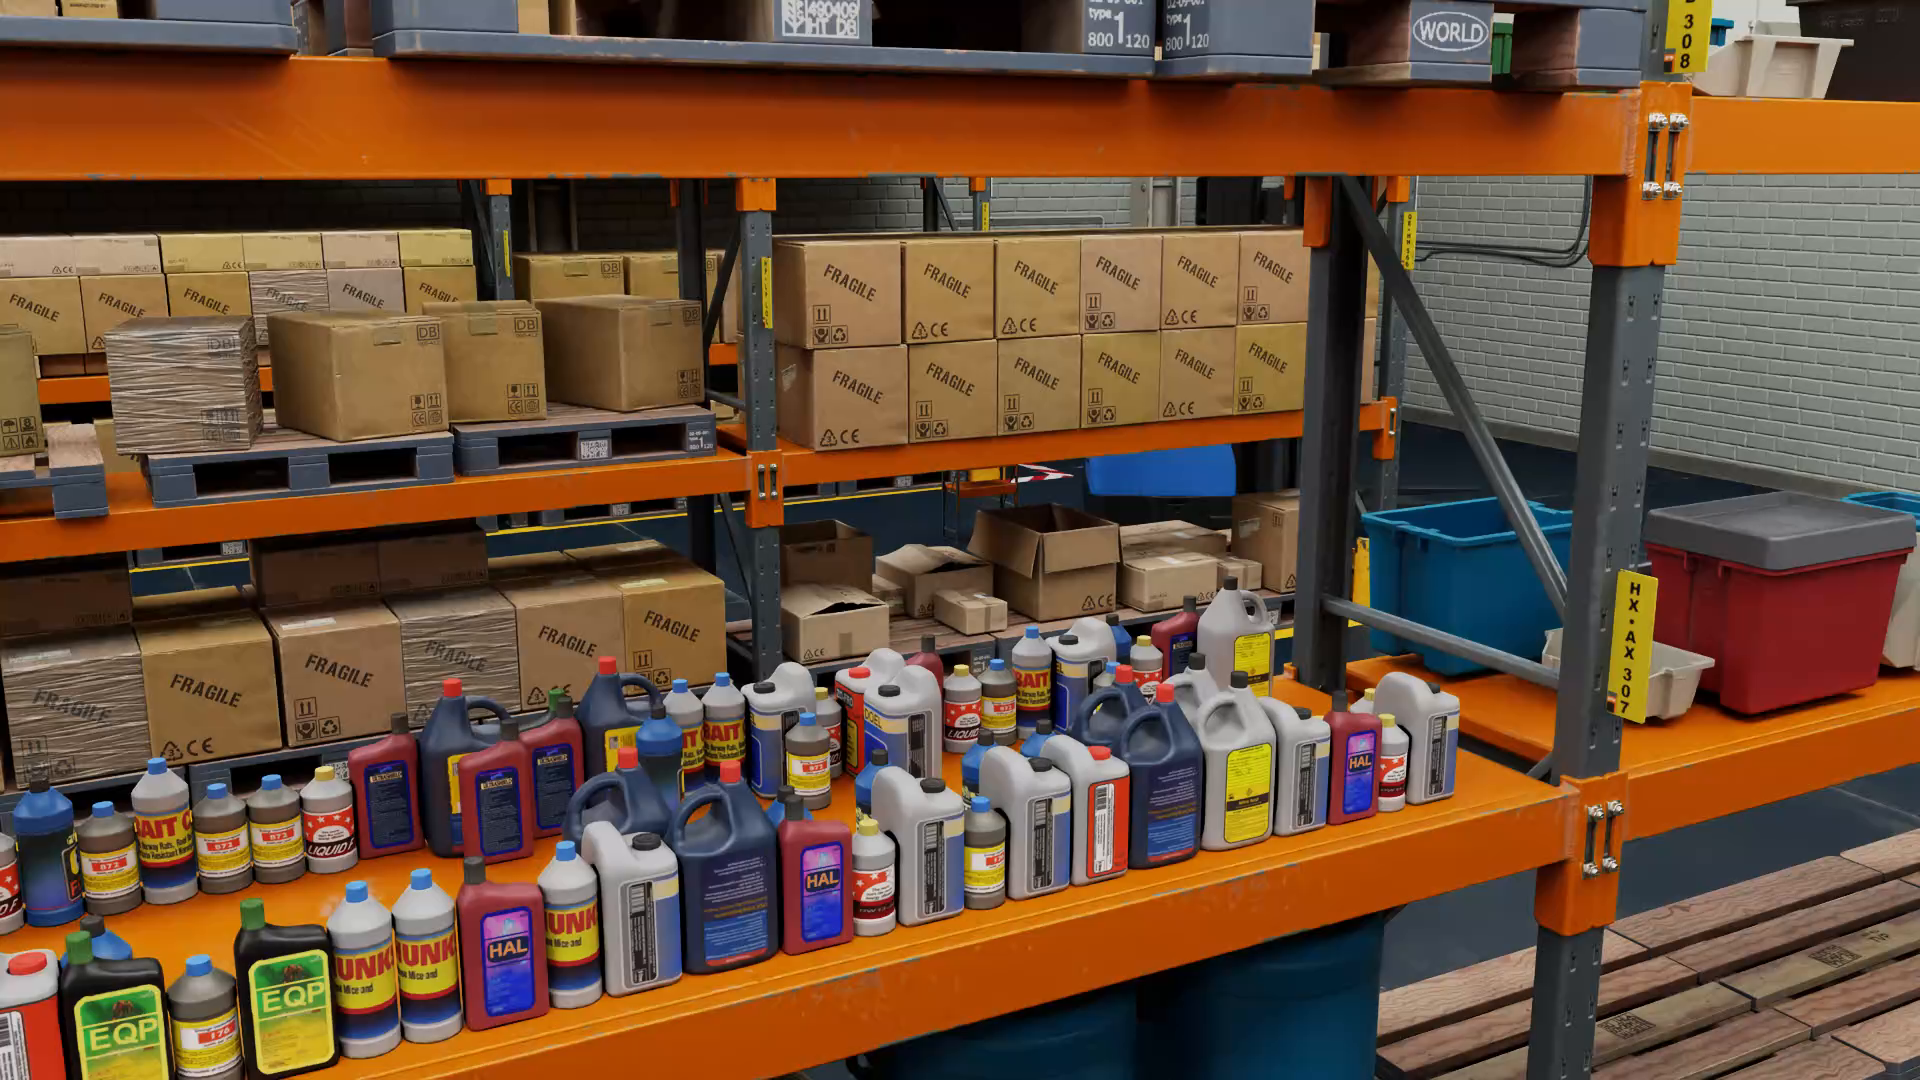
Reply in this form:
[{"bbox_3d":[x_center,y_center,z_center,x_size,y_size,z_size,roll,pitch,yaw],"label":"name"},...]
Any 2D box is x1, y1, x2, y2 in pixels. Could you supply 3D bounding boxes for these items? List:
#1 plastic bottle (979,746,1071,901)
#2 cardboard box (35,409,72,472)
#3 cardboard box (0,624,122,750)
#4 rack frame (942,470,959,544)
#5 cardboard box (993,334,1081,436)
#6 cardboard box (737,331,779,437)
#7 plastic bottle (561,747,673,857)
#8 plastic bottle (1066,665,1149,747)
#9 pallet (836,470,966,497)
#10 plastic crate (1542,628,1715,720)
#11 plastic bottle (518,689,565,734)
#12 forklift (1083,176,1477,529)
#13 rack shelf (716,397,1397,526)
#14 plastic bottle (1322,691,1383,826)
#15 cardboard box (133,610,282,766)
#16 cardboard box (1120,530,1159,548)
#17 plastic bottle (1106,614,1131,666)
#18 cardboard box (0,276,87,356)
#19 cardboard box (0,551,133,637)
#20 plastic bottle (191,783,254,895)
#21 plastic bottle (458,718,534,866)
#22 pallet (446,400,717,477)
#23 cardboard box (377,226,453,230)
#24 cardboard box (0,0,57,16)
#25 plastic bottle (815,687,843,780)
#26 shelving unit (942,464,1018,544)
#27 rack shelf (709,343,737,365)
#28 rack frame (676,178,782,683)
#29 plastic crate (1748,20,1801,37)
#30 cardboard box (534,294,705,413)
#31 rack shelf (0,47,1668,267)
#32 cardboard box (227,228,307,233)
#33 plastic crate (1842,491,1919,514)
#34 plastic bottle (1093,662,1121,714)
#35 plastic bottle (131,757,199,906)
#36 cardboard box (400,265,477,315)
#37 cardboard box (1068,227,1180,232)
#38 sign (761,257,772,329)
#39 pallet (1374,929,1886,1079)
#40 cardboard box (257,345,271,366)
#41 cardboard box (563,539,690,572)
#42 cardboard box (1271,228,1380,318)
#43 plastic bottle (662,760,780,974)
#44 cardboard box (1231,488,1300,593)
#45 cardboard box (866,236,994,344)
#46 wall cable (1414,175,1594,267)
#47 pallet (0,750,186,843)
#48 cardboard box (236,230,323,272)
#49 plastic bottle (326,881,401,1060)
[{"bbox_3d":[0.127,0.530,3.204,0.135,0.276,0.152,-7,14,-28],"label":"plastic bottle"},{"bbox_3d":[-6.350,-0.436,11.156,0.750,0.750,0.750,-7,14,-29],"label":"cardboard box"},{"bbox_3d":[-3.973,0.587,7.359,0.500,0.500,0.500,-6,14,-26],"label":"cardboard box"},{"bbox_3d":[-0.069,-0.577,11.941,0.015,1.200,0.240,-7,14,-28],"label":"rack frame"},{"bbox_3d":[0.295,-0.851,8.832,0.500,0.500,0.500,-7,14,-28],"label":"cardboard box"},{"bbox_3d":[-0.855,-0.846,8.807,0.500,0.500,0.500,-7,14,-27],"label":"cardboard box"},{"bbox_3d":[-0.609,0.545,2.969,0.185,0.351,0.144,-7,14,-28],"label":"plastic bottle"},{"bbox_3d":[0.318,0.436,3.453,0.185,0.351,0.144,-7,14,-28],"label":"plastic bottle"},{"bbox_3d":[-0.701,-0.610,14.339,1.213,0.211,1.003,-7,14,-28],"label":"pallet"},{"bbox_3d":[1.676,0.338,4.238,0.243,0.136,0.396,-7,14,-28],"label":"plastic crate"},{"bbox_3d":[-0.878,0.460,3.501,0.133,0.283,0.061,-7,14,-28],"label":"plastic bottle"},{"bbox_3d":[2.475,-1.556,12.345,3.031,2.935,1.130,0,13,2],"label":"forklift"},{"bbox_3d":[0.585,-0.554,9.378,4.000,0.370,1.077,-7,14,-28],"label":"rack shelf"},{"bbox_3d":[0.827,0.454,3.525,0.133,0.283,0.061,-7,14,-28],"label":"plastic bottle"},{"bbox_3d":[-3.246,0.630,7.168,0.500,0.500,0.500,-7,14,-29],"label":"cardboard box"},{"bbox_3d":[0.849,0.119,10.009,0.500,0.250,0.500,-7,14,-28],"label":"cardboard box"},{"bbox_3d":[0.378,0.319,4.151,0.097,0.271,0.097,0,13,0],"label":"plastic bottle"},{"bbox_3d":[-6.045,-1.487,10.933,0.500,0.500,0.500,-6,14,-26],"label":"cardboard box"},{"bbox_3d":[-3.926,0.215,7.306,0.500,0.250,0.500,-6,14,-26],"label":"cardboard box"},{"bbox_3d":[-1.421,0.569,3.201,0.097,0.201,0.097,0,13,0],"label":"plastic bottle"},{"bbox_3d":[-0.926,0.501,3.315,0.133,0.283,0.061,-7,14,-28],"label":"plastic bottle"},{"bbox_3d":[-1.925,-0.538,8.105,1.213,0.211,1.003,-7,14,-28],"label":"pallet"},{"bbox_3d":[-4.076,-2.220,12.484,0.500,0.250,0.500,-6,14,-26],"label":"cardboard box"},{"bbox_3d":[-3.867,-1.892,6.625,0.500,0.500,0.910,-7,14,-28],"label":"cardboard box"},{"bbox_3d":[-0.317,0.437,3.789,0.097,0.201,0.097,0,13,0],"label":"plastic bottle"},{"bbox_3d":[0.145,-0.603,12.055,0.503,1.200,0.258,-7,14,-28],"label":"shelving unit"},{"bbox_3d":[-1.792,-1.508,13.618,4.000,0.370,1.077,-7,14,-28],"label":"rack shelf"},{"bbox_3d":[-1.171,-0.695,8.364,0.127,3.000,1.000,-7,14,-28],"label":"rack frame"},{"bbox_3d":[2.617,-1.392,4.902,0.530,0.282,0.437,-7,14,-28],"label":"plastic crate"},{"bbox_3d":[-1.694,-0.942,8.277,0.700,0.500,0.500,11,17,41],"label":"cardboard box"},{"bbox_3d":[-0.556,-0.642,2.935,4.000,0.370,1.077,-7,14,-28],"label":"rack shelf"},{"bbox_3d":[-4.970,-2.110,11.995,0.500,0.250,0.500,-7,15,-30],"label":"cardboard box"},{"bbox_3d":[3.180,-0.007,5.553,0.300,0.233,0.416,-7,14,-28],"label":"plastic crate"},{"bbox_3d":[0.365,0.393,3.983,0.097,0.201,0.097,0,13,0],"label":"plastic bottle"},{"bbox_3d":[-1.507,0.545,3.148,0.097,0.271,0.097,0,13,0],"label":"plastic bottle"},{"bbox_3d":[-3.832,-1.755,12.127,0.500,0.500,0.500,-7,15,-29],"label":"cardboard box"},{"bbox_3d":[0.928,-1.548,9.651,0.500,0.500,0.500,-7,14,-27],"label":"cardboard box"},{"bbox_3d":[-0.902,-1.153,7.763,0.005,0.325,0.100,-7,14,-28],"label":"sign"},{"bbox_3d":[1.826,1.536,4.804,1.213,0.211,1.003,-7,14,-28],"label":"pallet"},{"bbox_3d":[-4.845,-1.321,11.673,0.250,0.149,0.380,-7,15,-29],"label":"cardboard box"},{"bbox_3d":[-1.712,0.314,8.573,0.500,0.500,0.500,-8,15,-30],"label":"cardboard box"},{"bbox_3d":[2.081,-1.552,9.670,0.500,0.500,0.500,-7,14,-28],"label":"cardboard box"},{"bbox_3d":[-0.418,0.560,2.901,0.185,0.351,0.144,-7,14,-28],"label":"plastic bottle"},{"bbox_3d":[1.981,-0.006,9.995,0.500,0.500,0.500,-7,14,-28],"label":"cardboard box"},{"bbox_3d":[-0.170,-1.281,8.464,0.500,0.500,0.500,-7,15,-30],"label":"cardboard box"},{"bbox_3d":[5.099,-4.008,16.494,0.112,2.526,3.097,-7,14,-28],"label":"wall cable"},{"bbox_3d":[-4.008,1.015,7.117,1.213,0.211,1.003,-7,14,-28],"label":"pallet"},{"bbox_3d":[-4.736,-2.014,11.569,0.500,0.250,0.500,-7,14,-27],"label":"cardboard box"},{"bbox_3d":[-0.936,0.667,2.608,0.097,0.271,0.097,0,13,0],"label":"plastic bottle"}]
